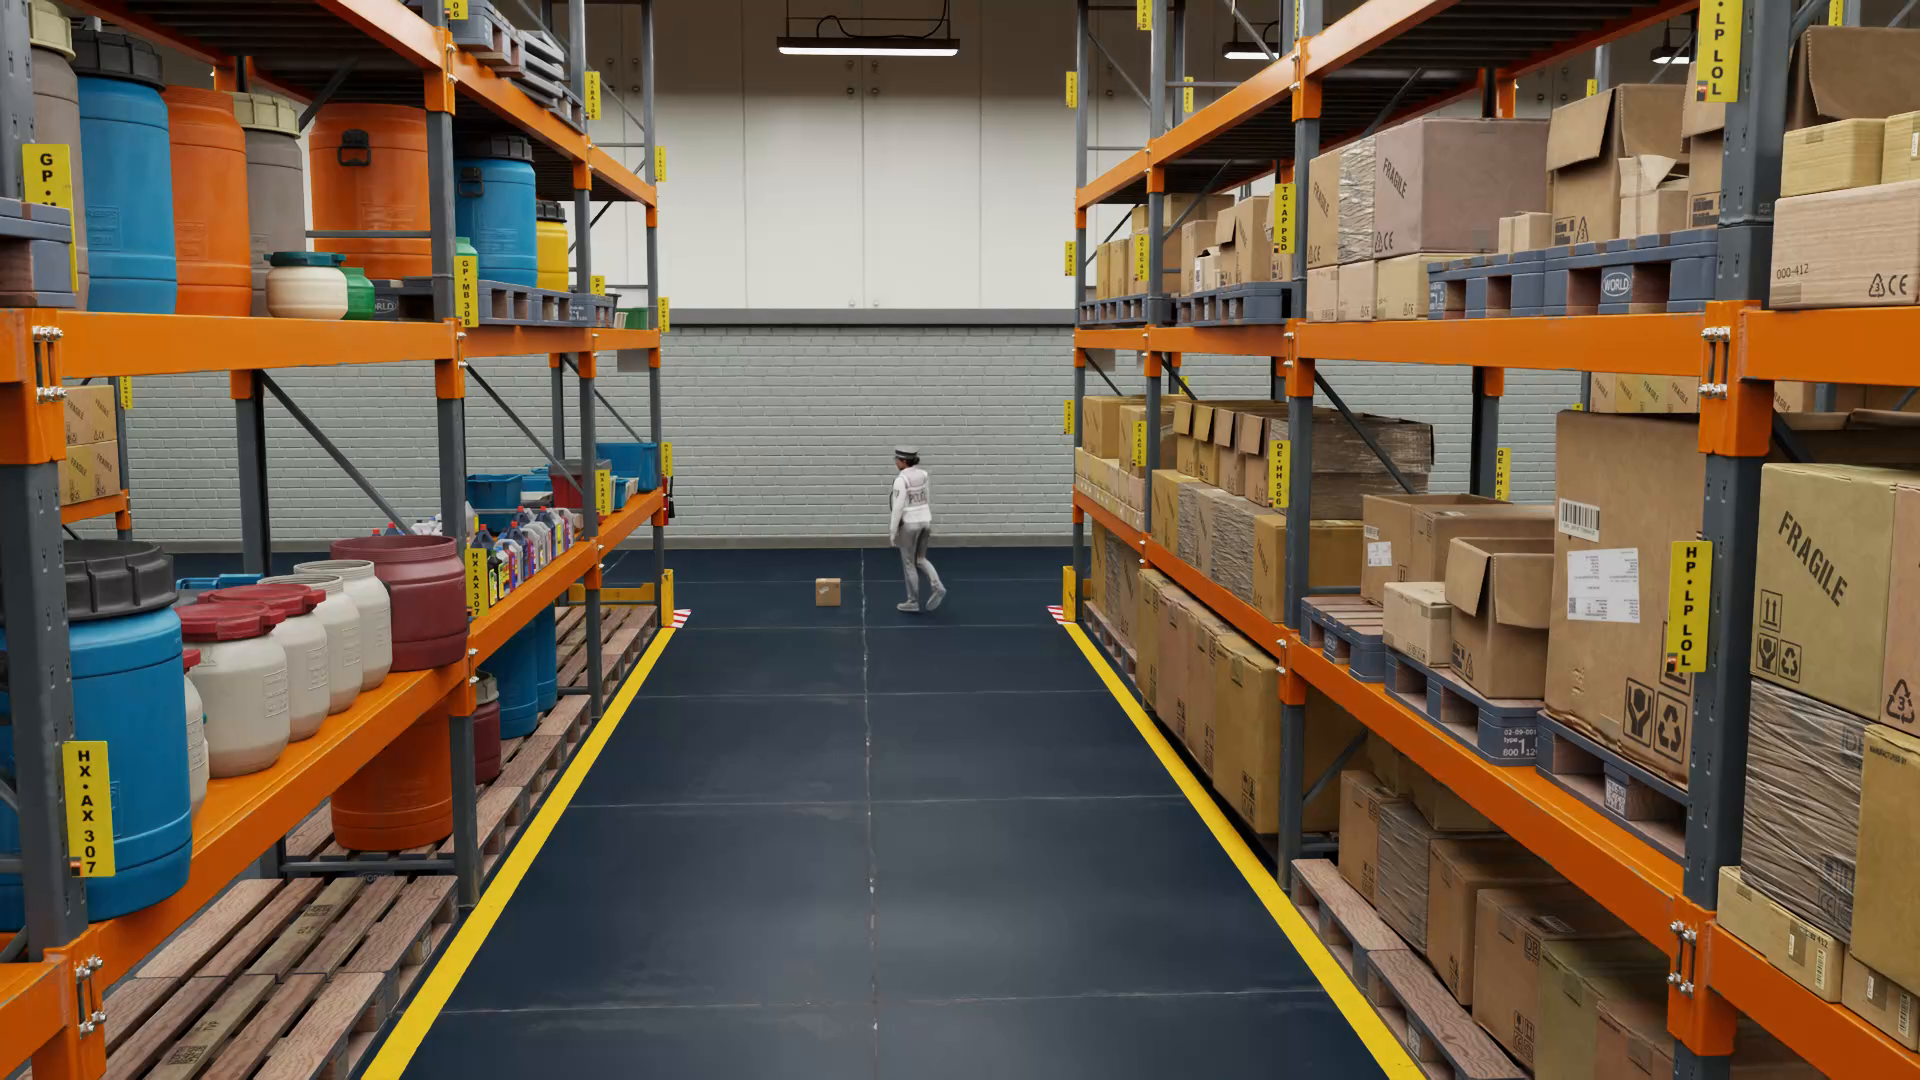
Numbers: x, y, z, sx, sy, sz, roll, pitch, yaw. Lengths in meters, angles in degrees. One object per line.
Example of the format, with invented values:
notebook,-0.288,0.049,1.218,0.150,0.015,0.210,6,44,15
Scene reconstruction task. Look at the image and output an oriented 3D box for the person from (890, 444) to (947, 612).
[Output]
person,-0.431,-0.110,16.487,0.527,1.665,0.510,6,9,42
